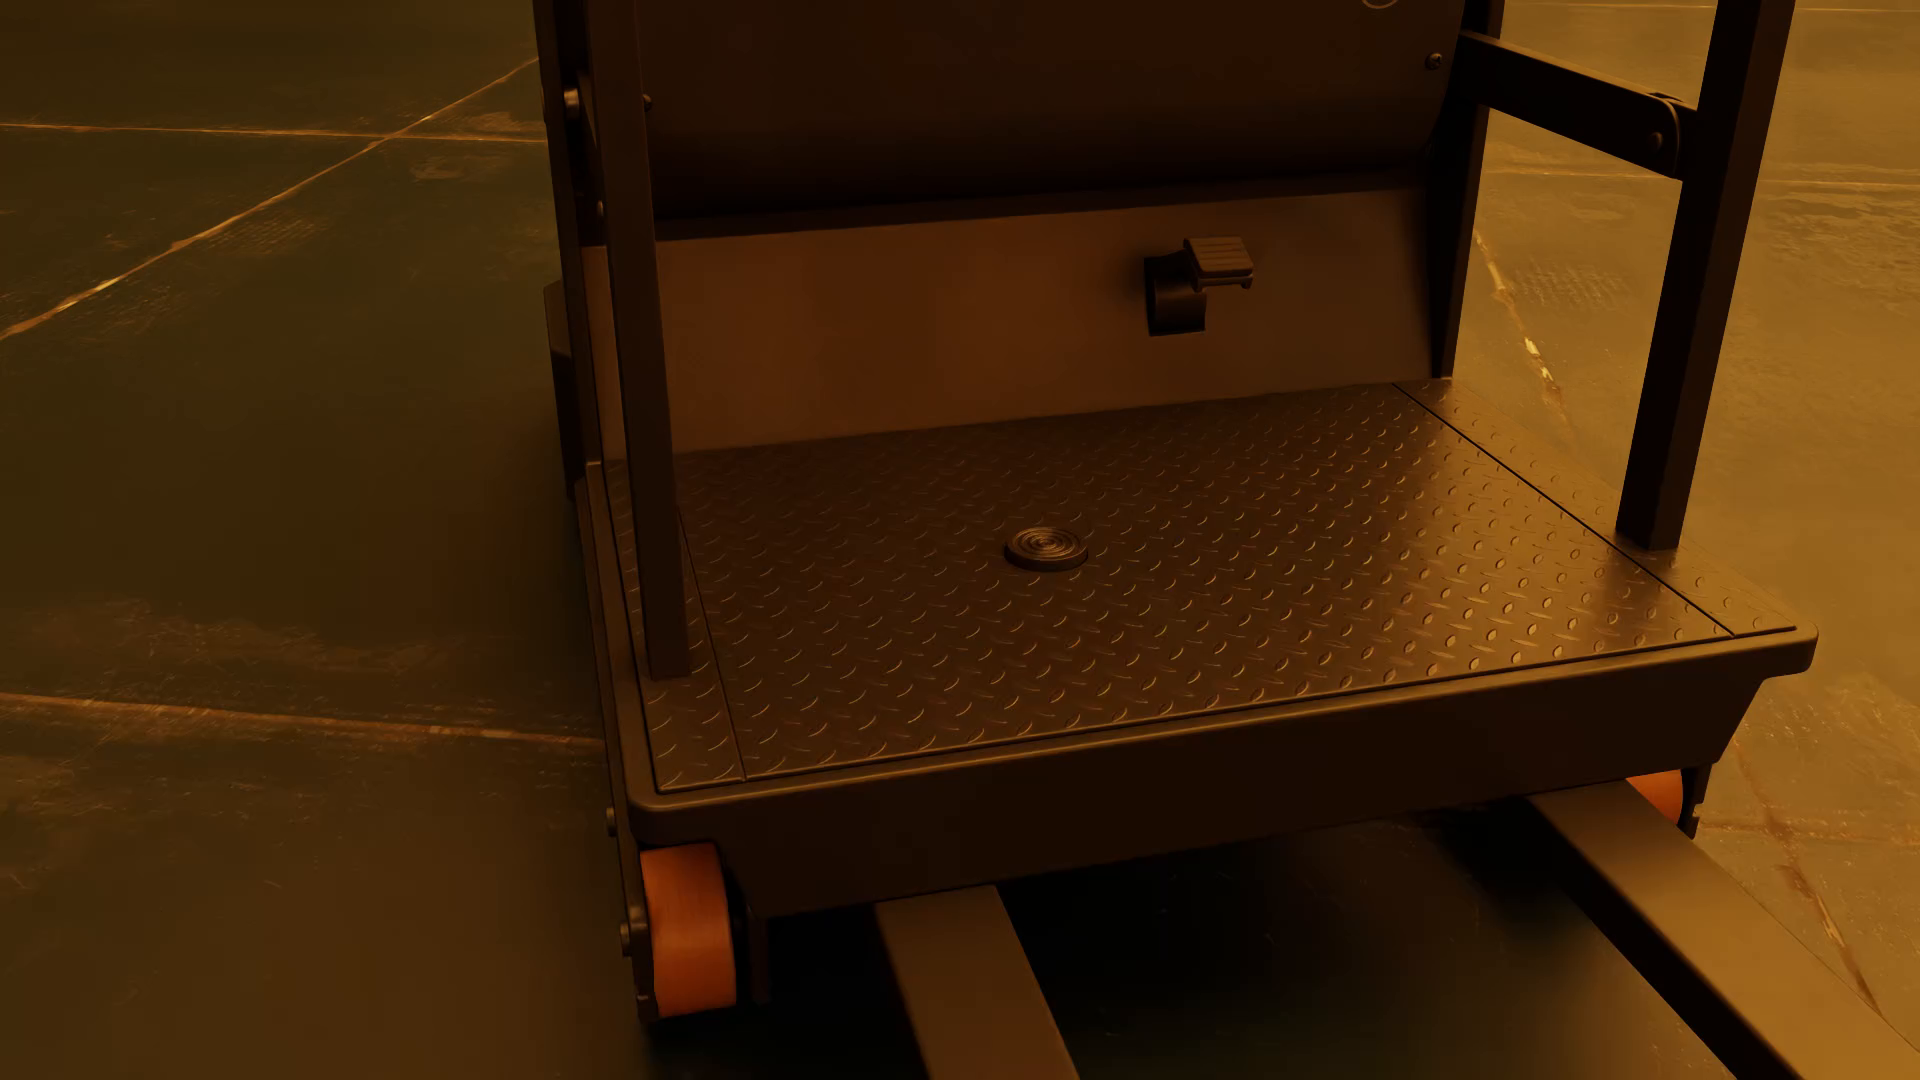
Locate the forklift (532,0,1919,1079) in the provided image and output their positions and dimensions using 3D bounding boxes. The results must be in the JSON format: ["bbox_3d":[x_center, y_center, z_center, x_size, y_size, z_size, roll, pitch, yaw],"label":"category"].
[{"bbox_3d":[0.153,-1.049,1.319,1.130,2.935,3.031,-7,27,-13],"label":"forklift"}]
